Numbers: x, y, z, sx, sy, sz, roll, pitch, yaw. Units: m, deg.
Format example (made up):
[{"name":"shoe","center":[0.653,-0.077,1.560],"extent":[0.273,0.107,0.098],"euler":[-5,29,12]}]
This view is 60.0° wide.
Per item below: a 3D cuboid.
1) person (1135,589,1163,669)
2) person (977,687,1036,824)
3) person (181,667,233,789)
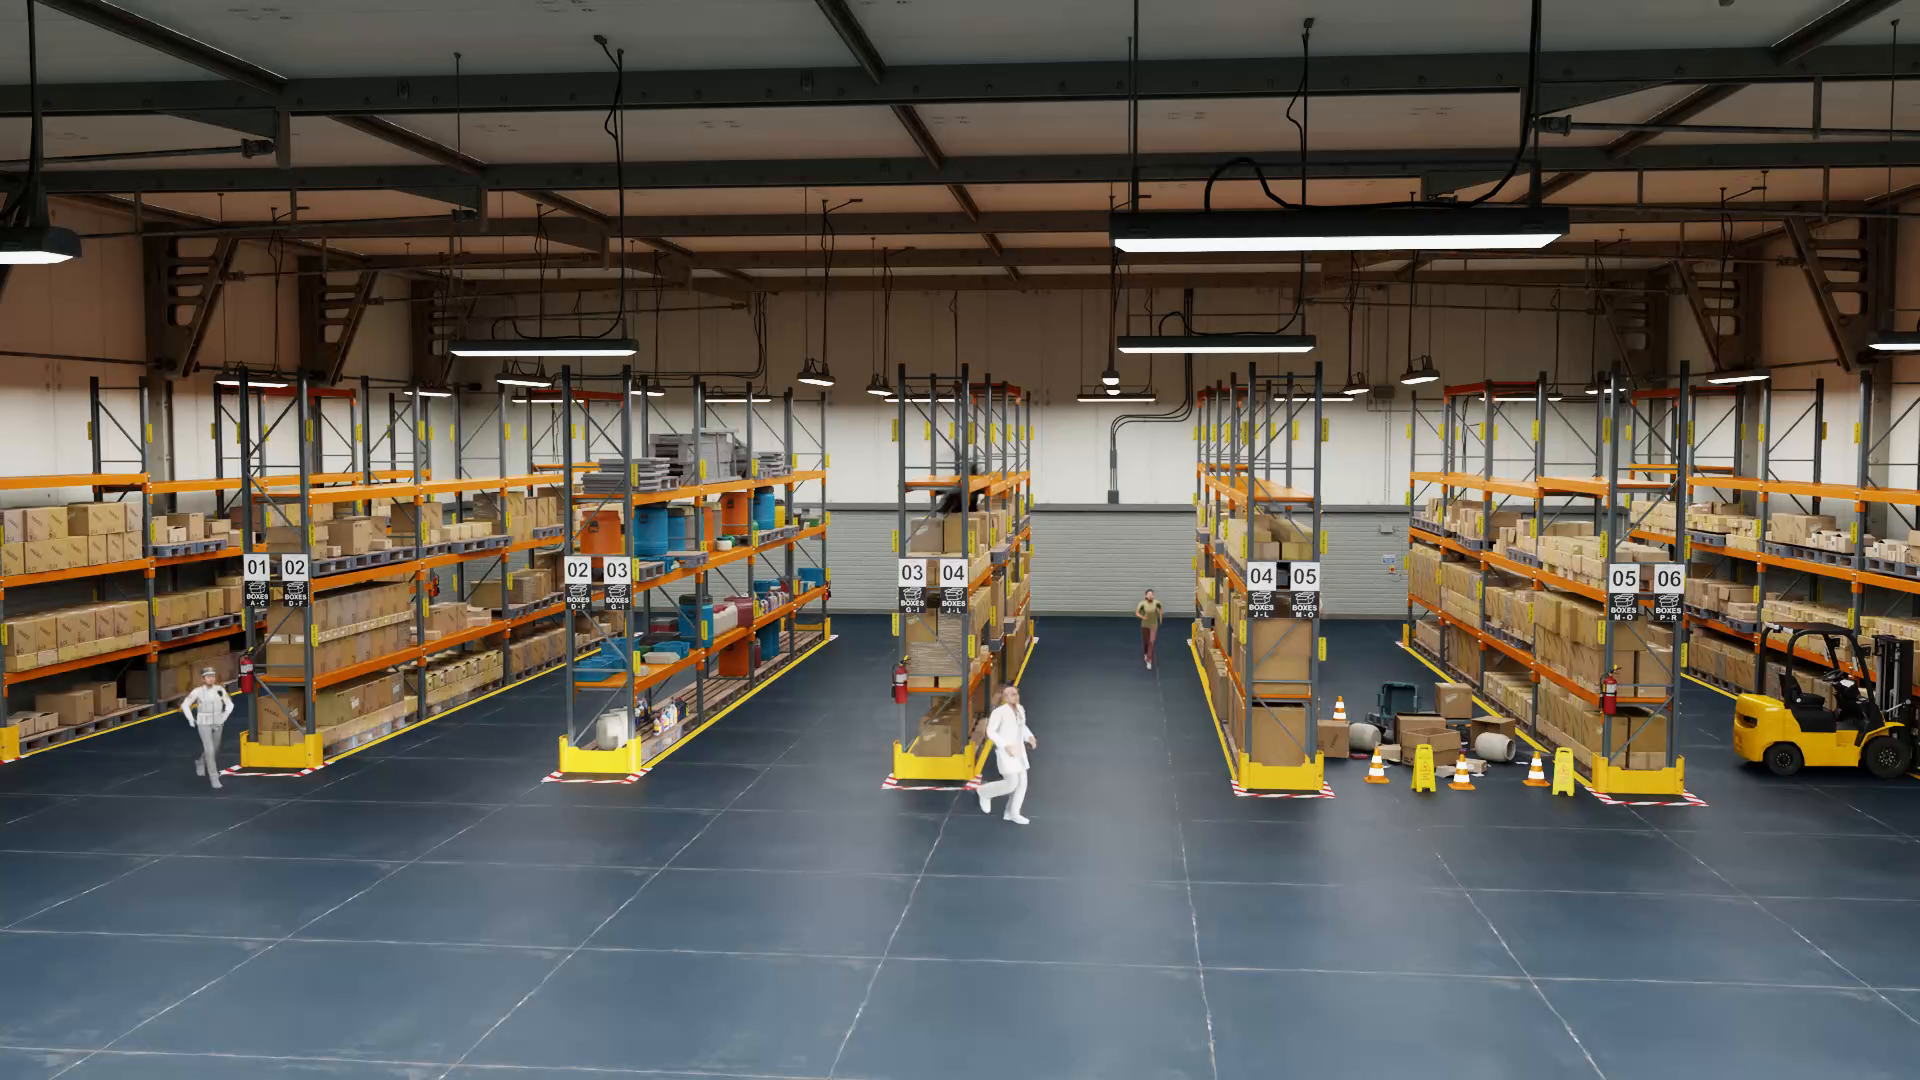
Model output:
[{"name":"person","center":[4.061,1.877,35.714],"extent":[0.599,1.672,1.016],"euler":[0,4,1]},{"name":"person","center":[0.614,2.761,21.514],"extent":[0.718,1.753,0.711],"euler":[3,5,41]},{"name":"person","center":[-10.709,2.655,23.740],"extent":[0.849,1.714,0.654],"euler":[3,5,42]}]
